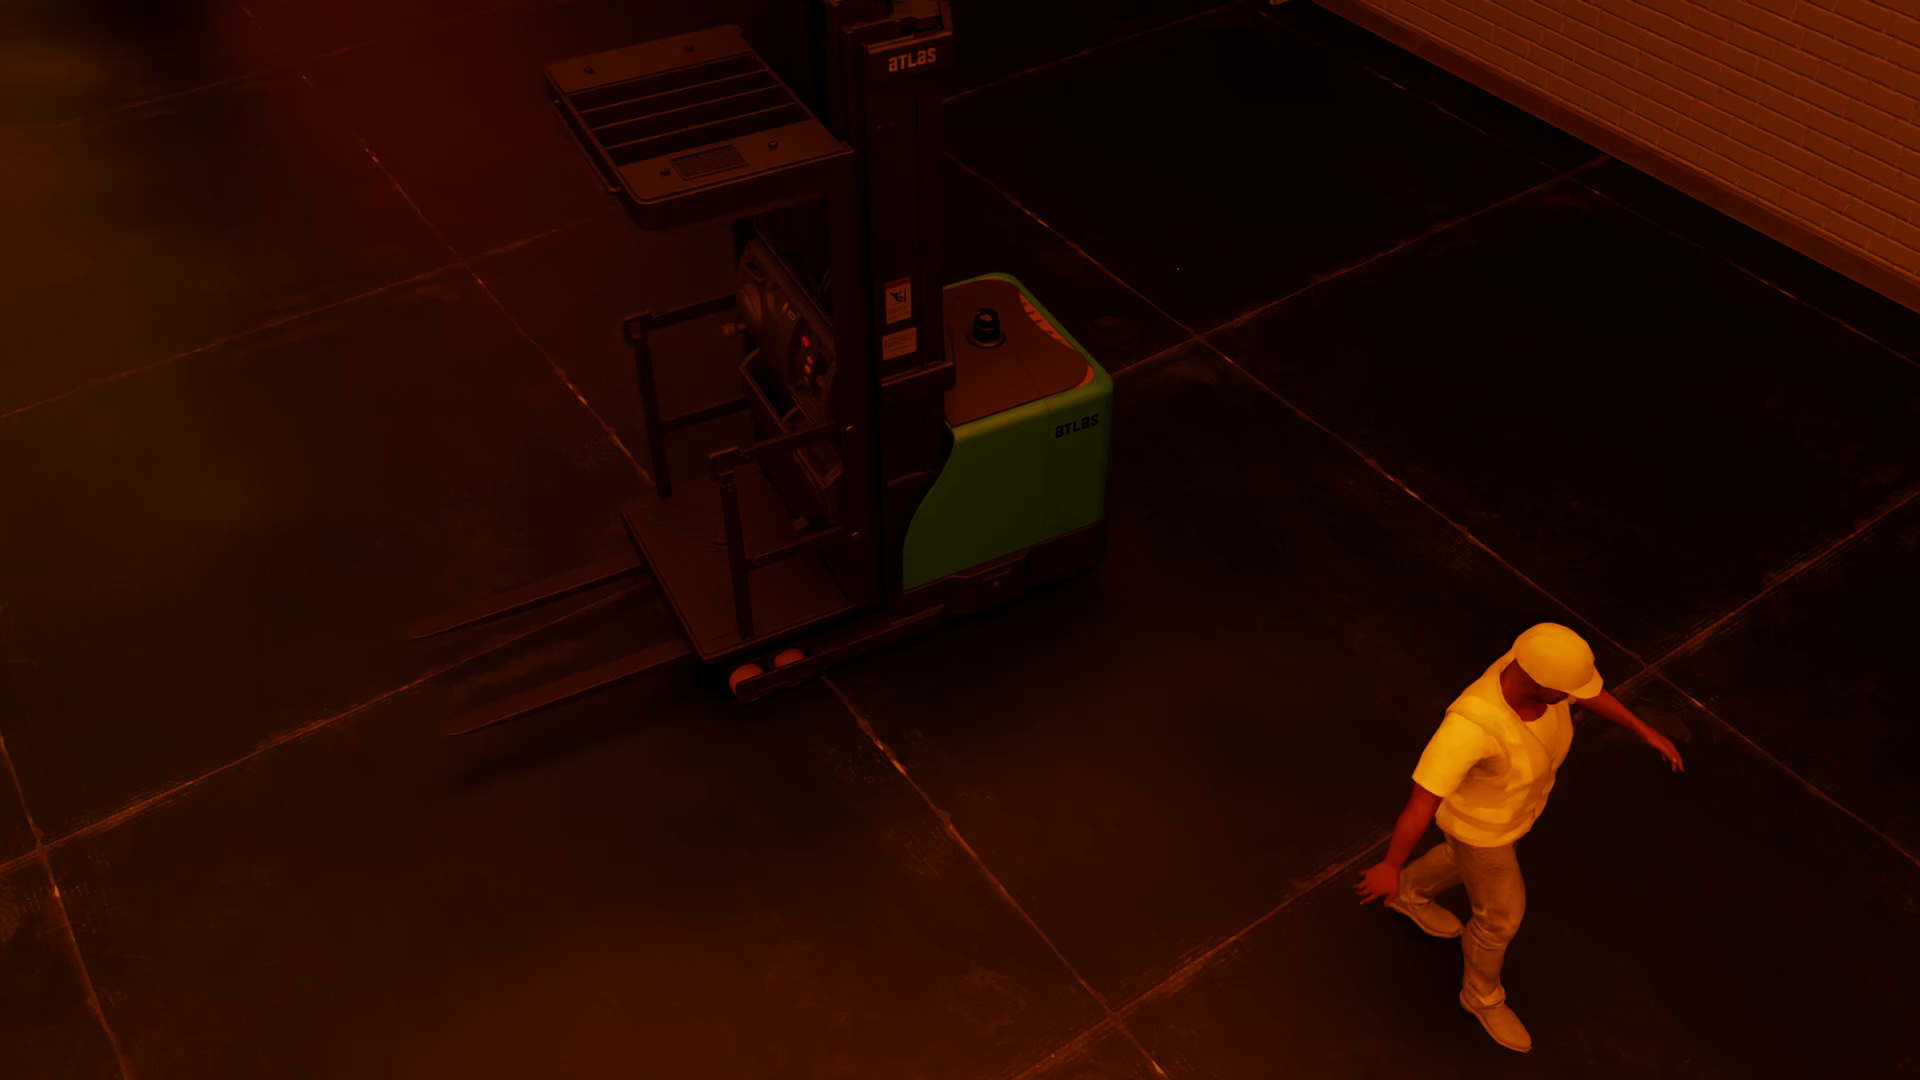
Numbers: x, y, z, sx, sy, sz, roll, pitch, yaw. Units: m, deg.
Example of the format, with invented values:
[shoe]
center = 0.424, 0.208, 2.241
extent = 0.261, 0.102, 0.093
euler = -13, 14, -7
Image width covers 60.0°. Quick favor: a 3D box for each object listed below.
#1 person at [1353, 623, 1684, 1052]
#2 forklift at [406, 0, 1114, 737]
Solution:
[person]
center = 1.825, 0.960, 5.568
extent = 0.740, 1.749, 1.033
euler = 31, 51, 30
[forklift]
center = -0.879, -0.796, 6.579
extent = 3.031, 2.935, 1.130
euler = -19, 46, -20
